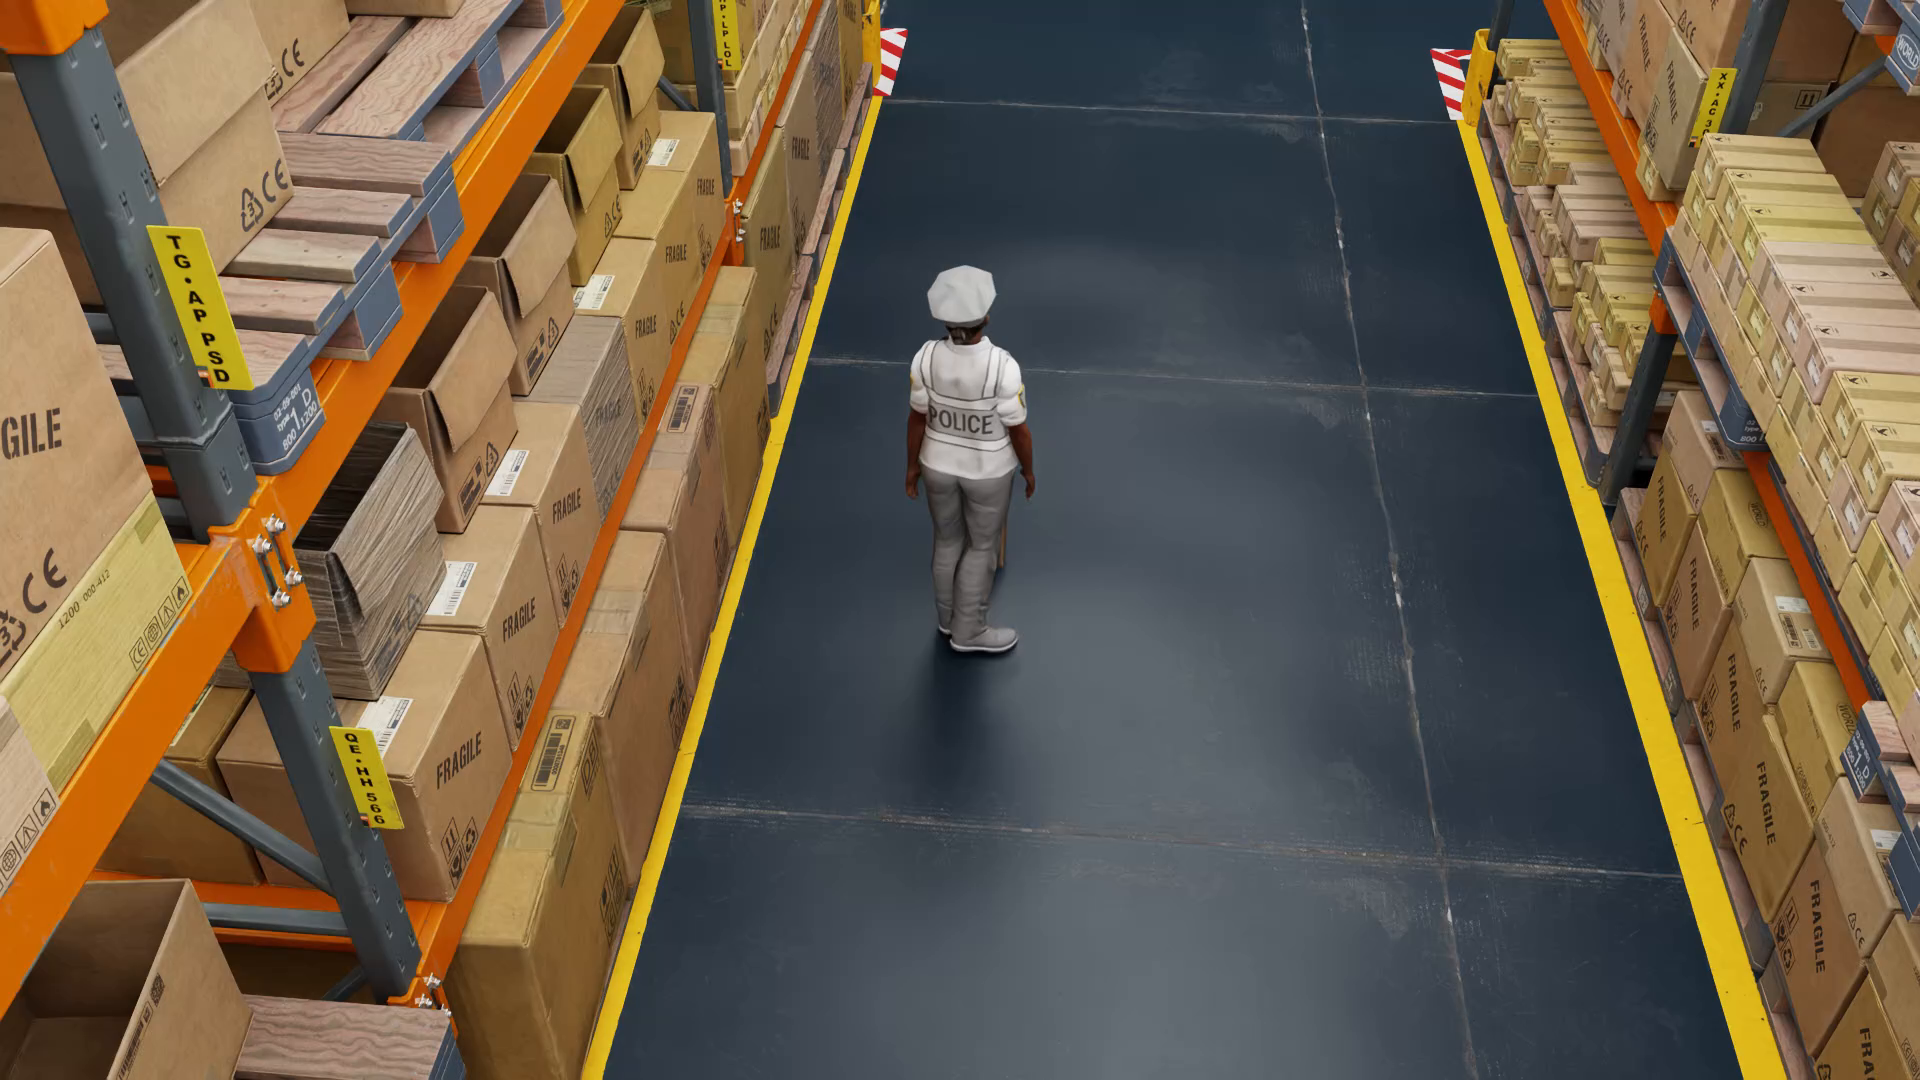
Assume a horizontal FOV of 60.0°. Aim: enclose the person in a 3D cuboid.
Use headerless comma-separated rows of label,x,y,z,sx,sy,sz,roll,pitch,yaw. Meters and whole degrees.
person,0.035,-0.277,6.453,0.497,1.700,0.395,12,42,14
